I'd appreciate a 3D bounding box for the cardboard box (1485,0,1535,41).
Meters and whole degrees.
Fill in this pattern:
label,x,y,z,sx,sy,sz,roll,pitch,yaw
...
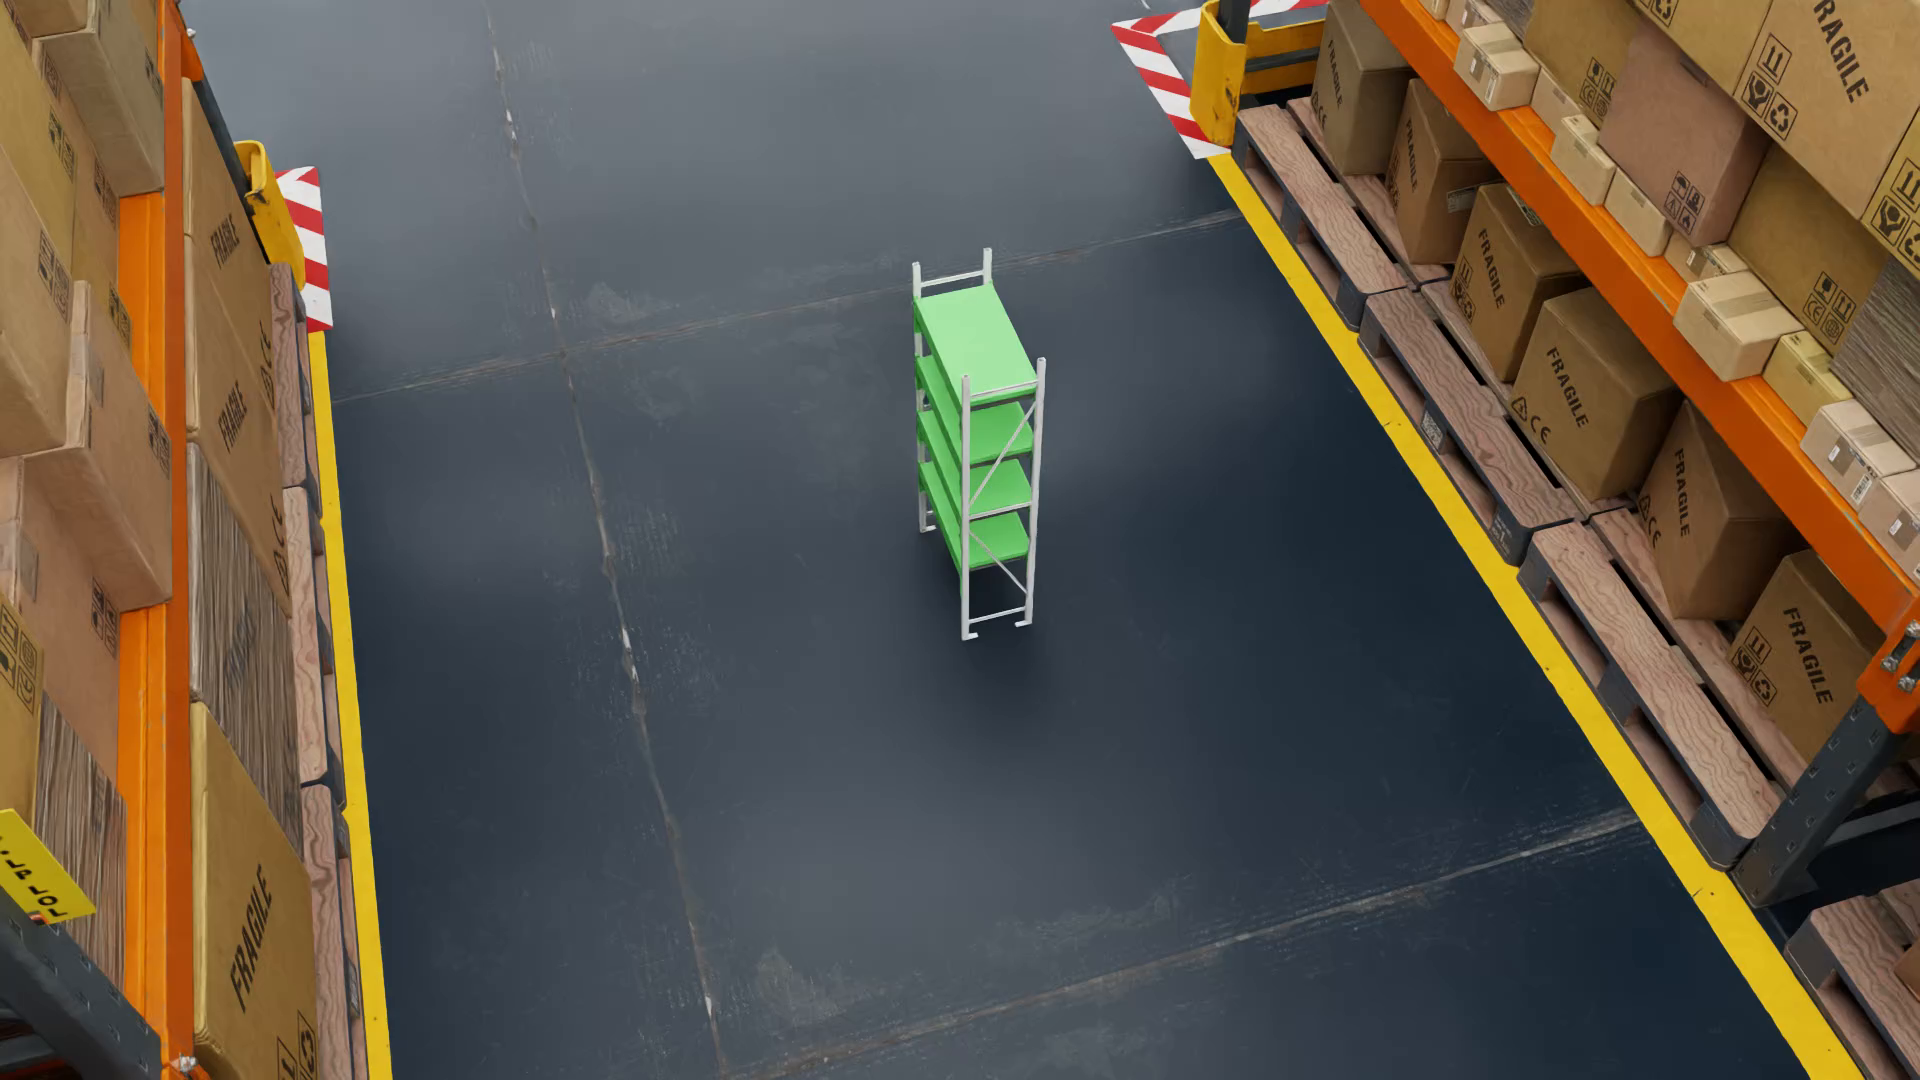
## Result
label,x,y,z,sx,sy,sz,roll,pitch,yaw
cardboard box,2.089,-1.974,5.192,0.875,0.500,0.500,-13,51,-11

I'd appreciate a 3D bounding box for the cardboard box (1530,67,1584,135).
label,x,y,z,sx,sy,sz,roll,pitch,yaw
cardboard box,1.991,-1.354,5.094,0.380,0.149,0.250,-13,51,-11

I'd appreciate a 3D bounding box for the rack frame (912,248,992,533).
label,x,y,z,sx,sy,sz,roll,pitch,yaw
rack frame,-0.023,-0.444,5.340,0.240,1.200,0.015,-13,51,-11

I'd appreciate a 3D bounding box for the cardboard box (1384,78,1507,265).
label,x,y,z,sx,sy,sz,roll,pitch,yaw
cardboard box,1.961,-1.408,6.335,0.500,0.500,0.500,-2,50,-1

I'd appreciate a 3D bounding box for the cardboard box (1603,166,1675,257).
label,x,y,z,sx,sy,sz,roll,pitch,yaw
cardboard box,2.099,-0.979,4.778,0.380,0.149,0.250,-13,51,-11

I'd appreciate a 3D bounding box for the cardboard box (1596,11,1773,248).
label,x,y,z,sx,sy,sz,roll,pitch,yaw
cardboard box,2.334,-1.232,4.566,0.875,0.500,0.500,-13,51,-11

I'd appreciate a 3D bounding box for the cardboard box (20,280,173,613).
label,x,y,z,sx,sy,sz,roll,pitch,yaw
cardboard box,-2.354,-0.130,3.800,0.875,0.550,0.550,-13,51,-11

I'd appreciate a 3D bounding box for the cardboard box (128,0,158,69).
label,x,y,z,sx,sy,sz,roll,pitch,yaw
cardboard box,-3.032,-1.707,5.129,0.875,0.550,0.550,-13,51,-11

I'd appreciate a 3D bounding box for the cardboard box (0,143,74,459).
label,x,y,z,sx,sy,sz,roll,pitch,yaw
cardboard box,-2.380,-0.472,3.382,0.875,0.550,0.550,-13,51,-11

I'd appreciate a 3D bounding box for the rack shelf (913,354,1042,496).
label,x,y,z,sx,sy,sz,roll,pitch,yaw
rack shelf,0.049,-0.379,5.055,0.258,0.148,0.480,-13,51,-11

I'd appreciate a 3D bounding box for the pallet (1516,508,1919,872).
label,x,y,z,sx,sy,sz,roll,pitch,yaw
pallet,2.534,0.371,5.299,1.003,0.211,1.213,-13,51,-11

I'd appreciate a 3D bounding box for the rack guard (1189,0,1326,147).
label,x,y,z,sx,sy,sz,roll,pitch,yaw
rack guard,1.606,-2.106,7.198,1.175,0.500,0.348,-13,51,-11

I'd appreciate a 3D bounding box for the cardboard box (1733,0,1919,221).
label,x,y,z,sx,sy,sz,roll,pitch,yaw
cardboard box,2.221,-1.127,3.824,0.500,0.500,0.500,-13,51,-11

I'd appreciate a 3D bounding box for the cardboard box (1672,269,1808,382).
label,x,y,z,sx,sy,sz,roll,pitch,yaw
cardboard box,2.160,-0.593,4.452,0.380,0.149,0.250,-13,51,-11

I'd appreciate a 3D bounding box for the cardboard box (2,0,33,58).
label,x,y,z,sx,sy,sz,roll,pitch,yaw
cardboard box,-2.825,-1.215,4.008,0.875,0.550,0.550,-13,51,-11

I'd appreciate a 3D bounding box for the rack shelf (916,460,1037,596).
label,x,y,z,sx,sy,sz,roll,pitch,yaw
rack shelf,0.049,-0.070,5.422,0.258,0.148,0.480,-13,51,-11

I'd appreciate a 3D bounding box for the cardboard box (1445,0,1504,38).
label,x,y,z,sx,sy,sz,roll,pitch,yaw
cardboard box,1.816,-1.712,5.396,0.380,0.149,0.250,-13,51,-11

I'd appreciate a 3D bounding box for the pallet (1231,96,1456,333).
label,x,y,z,sx,sy,sz,roll,pitch,yaw
pallet,1.812,-1.411,6.802,1.003,0.211,1.213,-13,51,-11

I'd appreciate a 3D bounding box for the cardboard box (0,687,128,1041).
label,x,y,z,sx,sy,sz,roll,pitch,yaw
cardboard box,-2.122,0.687,3.111,0.875,0.550,0.550,-13,51,-11

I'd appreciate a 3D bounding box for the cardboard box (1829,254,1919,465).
label,x,y,z,sx,sy,sz,roll,pitch,yaw
cardboard box,2.692,-0.516,3.963,0.875,0.500,0.500,-13,51,-11

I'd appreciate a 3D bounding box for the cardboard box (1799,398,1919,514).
label,x,y,z,sx,sy,sz,roll,pitch,yaw
cardboard box,2.357,-0.240,4.154,0.380,0.149,0.250,-13,51,-11

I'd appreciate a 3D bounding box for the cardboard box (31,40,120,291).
label,x,y,z,sx,sy,sz,roll,pitch,yaw
cardboard box,-2.803,-0.873,4.426,0.875,0.550,0.550,-13,51,-11

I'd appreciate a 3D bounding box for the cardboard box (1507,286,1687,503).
label,x,y,z,sx,sy,sz,roll,pitch,yaw
cardboard box,2.251,-0.528,5.594,0.500,0.500,0.500,-17,52,-14

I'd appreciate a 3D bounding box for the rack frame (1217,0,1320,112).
label,x,y,z,sx,sy,sz,roll,pitch,yaw
rack frame,1.583,-2.967,6.289,1.000,3.000,0.127,-13,51,-11

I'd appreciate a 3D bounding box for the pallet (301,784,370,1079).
label,x,y,z,sx,sy,sz,roll,pitch,yaw
pallet,-2.152,1.328,4.492,1.003,0.211,1.213,-13,51,-11

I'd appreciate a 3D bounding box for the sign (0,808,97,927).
label,x,y,z,sx,sy,sz,roll,pitch,yaw
sign,-1.486,0.525,2.640,0.100,0.325,0.005,-13,51,-11

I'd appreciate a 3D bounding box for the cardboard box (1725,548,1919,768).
label,x,y,z,sx,sy,sz,roll,pitch,yaw
cardboard box,2.686,0.324,4.875,0.500,0.500,0.500,-15,51,-12

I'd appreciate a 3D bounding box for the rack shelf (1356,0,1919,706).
label,x,y,z,sx,sy,sz,roll,pitch,yaw
rack shelf,2.175,-1.274,5.333,1.077,0.370,4.000,-13,51,-11

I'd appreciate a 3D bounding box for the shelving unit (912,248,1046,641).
label,x,y,z,sx,sy,sz,roll,pitch,yaw
shelving unit,0.049,-0.266,5.189,0.258,1.200,0.503,-13,51,-11

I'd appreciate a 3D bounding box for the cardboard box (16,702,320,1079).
label,x,y,z,sx,sy,sz,roll,pitch,yaw
cardboard box,-2.121,1.077,3.995,0.875,0.875,0.875,-13,51,-10

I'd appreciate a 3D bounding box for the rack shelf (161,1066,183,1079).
label,x,y,z,sx,sy,sz,roll,pitch,yaw
rack shelf,-1.410,2.695,1.987,1.077,0.370,4.000,-13,51,-11

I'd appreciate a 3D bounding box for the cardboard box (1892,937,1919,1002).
label,x,y,z,sx,sy,sz,roll,pitch,yaw
cardboard box,2.927,1.072,4.232,0.700,0.500,0.500,-17,52,-14

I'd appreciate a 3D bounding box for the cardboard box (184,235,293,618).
label,x,y,z,sx,sy,sz,roll,pitch,yaw
cardboard box,-2.659,-0.247,5.111,0.875,0.875,0.875,-14,51,-12

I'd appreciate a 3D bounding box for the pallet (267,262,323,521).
label,x,y,z,sx,sy,sz,roll,pitch,yaw
pallet,-2.874,-0.454,5.995,1.003,0.211,1.213,-13,51,-11
